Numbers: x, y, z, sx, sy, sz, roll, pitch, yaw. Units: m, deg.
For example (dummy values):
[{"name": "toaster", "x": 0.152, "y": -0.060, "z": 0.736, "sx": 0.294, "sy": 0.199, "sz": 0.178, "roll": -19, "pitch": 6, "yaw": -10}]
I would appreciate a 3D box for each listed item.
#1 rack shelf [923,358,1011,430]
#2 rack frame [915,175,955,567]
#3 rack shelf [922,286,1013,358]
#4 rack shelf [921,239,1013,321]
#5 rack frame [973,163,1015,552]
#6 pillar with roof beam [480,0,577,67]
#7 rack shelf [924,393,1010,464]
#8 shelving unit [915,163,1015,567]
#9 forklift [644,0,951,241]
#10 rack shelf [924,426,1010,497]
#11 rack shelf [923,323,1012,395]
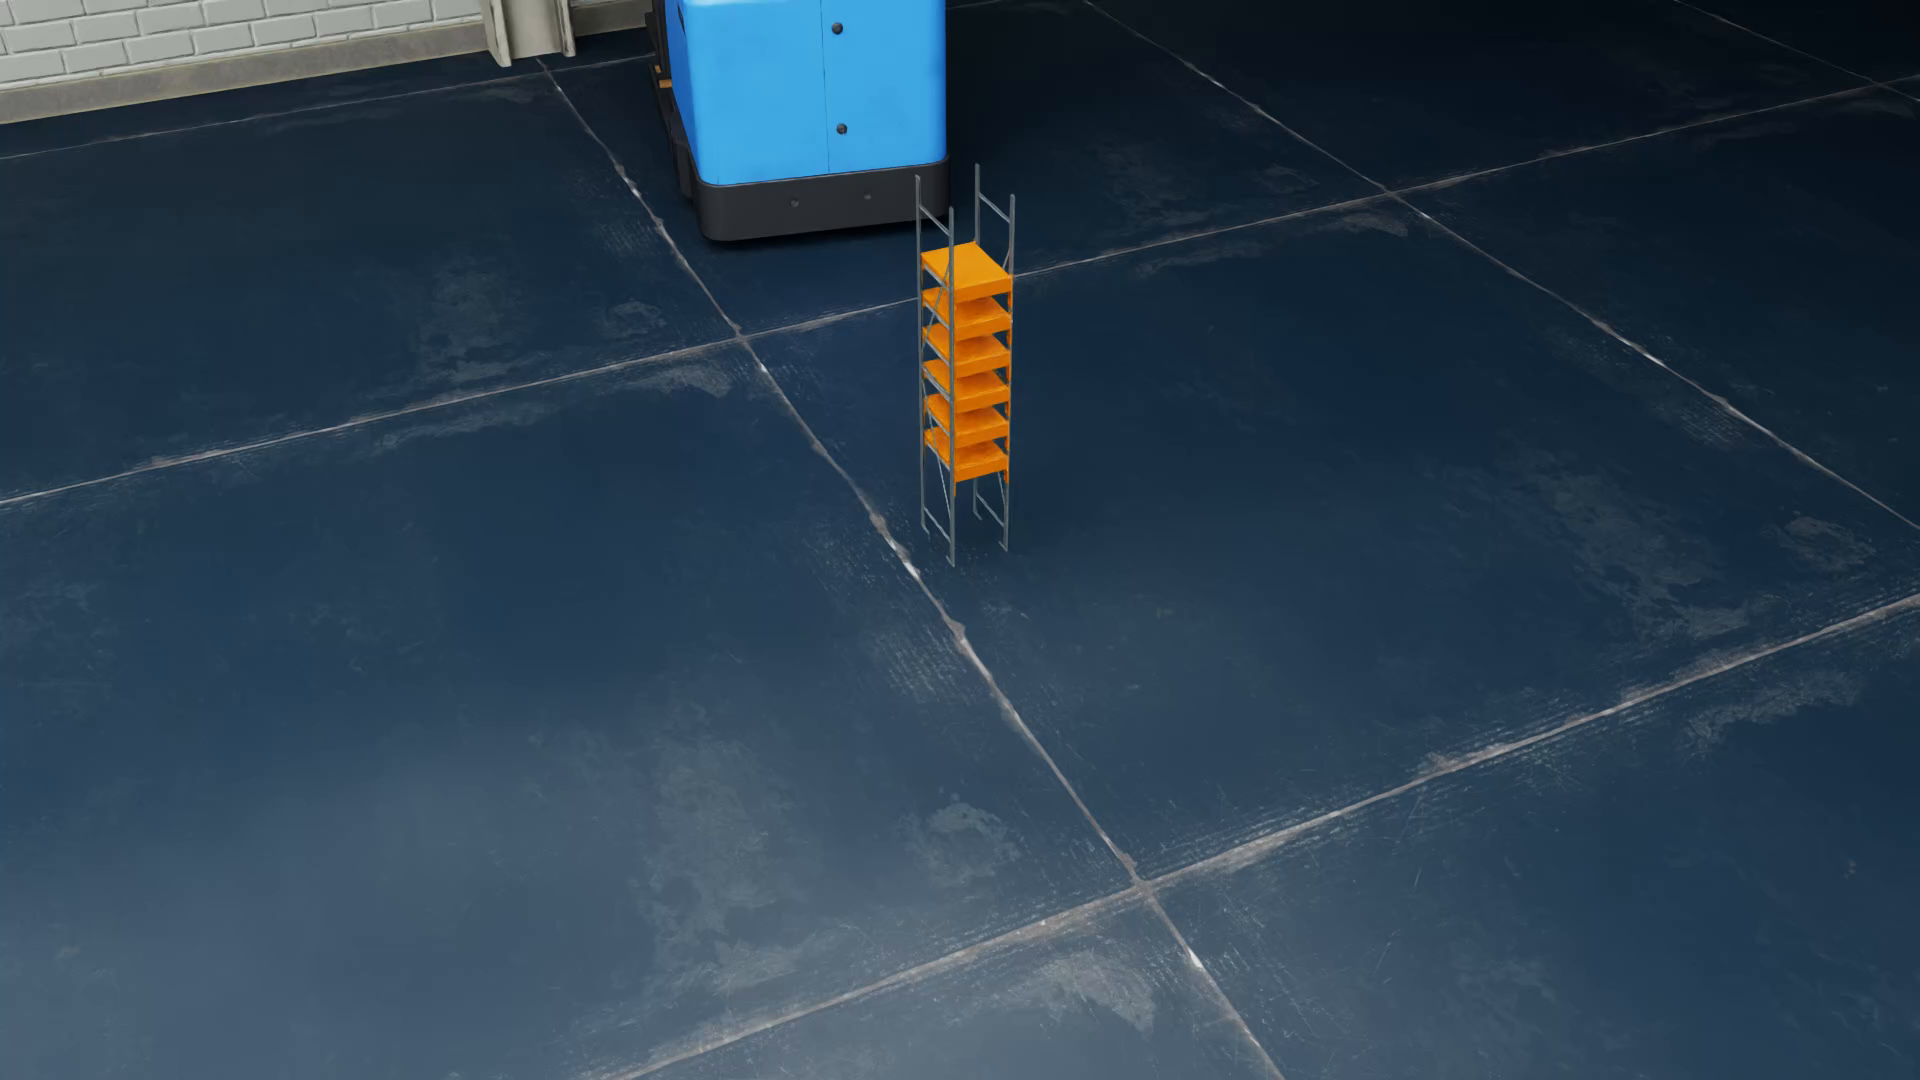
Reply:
[{"name": "rack shelf", "x": 0.013, "y": -0.450, "z": 4.924, "sx": 0.180, "sy": 0.103, "sz": 0.258, "roll": -16, "pitch": 39, "yaw": -20}, {"name": "rack frame", "x": -0.070, "y": -0.462, "z": 4.866, "sx": 0.006, "sy": 1.200, "sz": 0.240, "roll": -16, "pitch": 39, "yaw": -20}, {"name": "rack shelf", "x": 0.013, "y": -0.643, "z": 4.781, "sx": 0.180, "sy": 0.103, "sz": 0.258, "roll": -16, "pitch": 39, "yaw": -20}, {"name": "rack shelf", "x": 0.013, "y": -0.739, "z": 4.710, "sx": 0.180, "sy": 0.103, "sz": 0.258, "roll": -16, "pitch": 39, "yaw": -20}, {"name": "rack frame", "x": 0.096, "y": -0.509, "z": 4.929, "sx": 0.006, "sy": 1.200, "sz": 0.240, "roll": -16, "pitch": 39, "yaw": -20}, {"name": "pillar with roof beam", "x": -0.407, "y": -3.845, "z": 2.880, "sx": 0.400, "sy": 9.000, "sz": 9.100, "roll": -16, "pitch": 39, "yaw": -20}, {"name": "rack shelf", "x": 0.013, "y": -0.354, "z": 4.995, "sx": 0.180, "sy": 0.103, "sz": 0.258, "roll": -16, "pitch": 39, "yaw": -20}, {"name": "shelving unit", "x": 0.013, "y": -0.486, "z": 4.898, "sx": 0.189, "sy": 1.200, "sz": 0.258, "roll": -16, "pitch": 39, "yaw": -20}, {"name": "forklift", "x": -0.900, "y": -3.273, "z": 7.202, "sx": 1.130, "sy": 2.935, "sz": 3.031, "roll": -9, "pitch": 37, "yaw": -11}, {"name": "rack shelf", "x": 0.013, "y": -0.257, "z": 5.067, "sx": 0.180, "sy": 0.103, "sz": 0.258, "roll": -16, "pitch": 39, "yaw": -20}, {"name": "rack shelf", "x": 0.013, "y": -0.546, "z": 4.852, "sx": 0.180, "sy": 0.103, "sz": 0.258, "roll": -16, "pitch": 39, "yaw": -20}]
